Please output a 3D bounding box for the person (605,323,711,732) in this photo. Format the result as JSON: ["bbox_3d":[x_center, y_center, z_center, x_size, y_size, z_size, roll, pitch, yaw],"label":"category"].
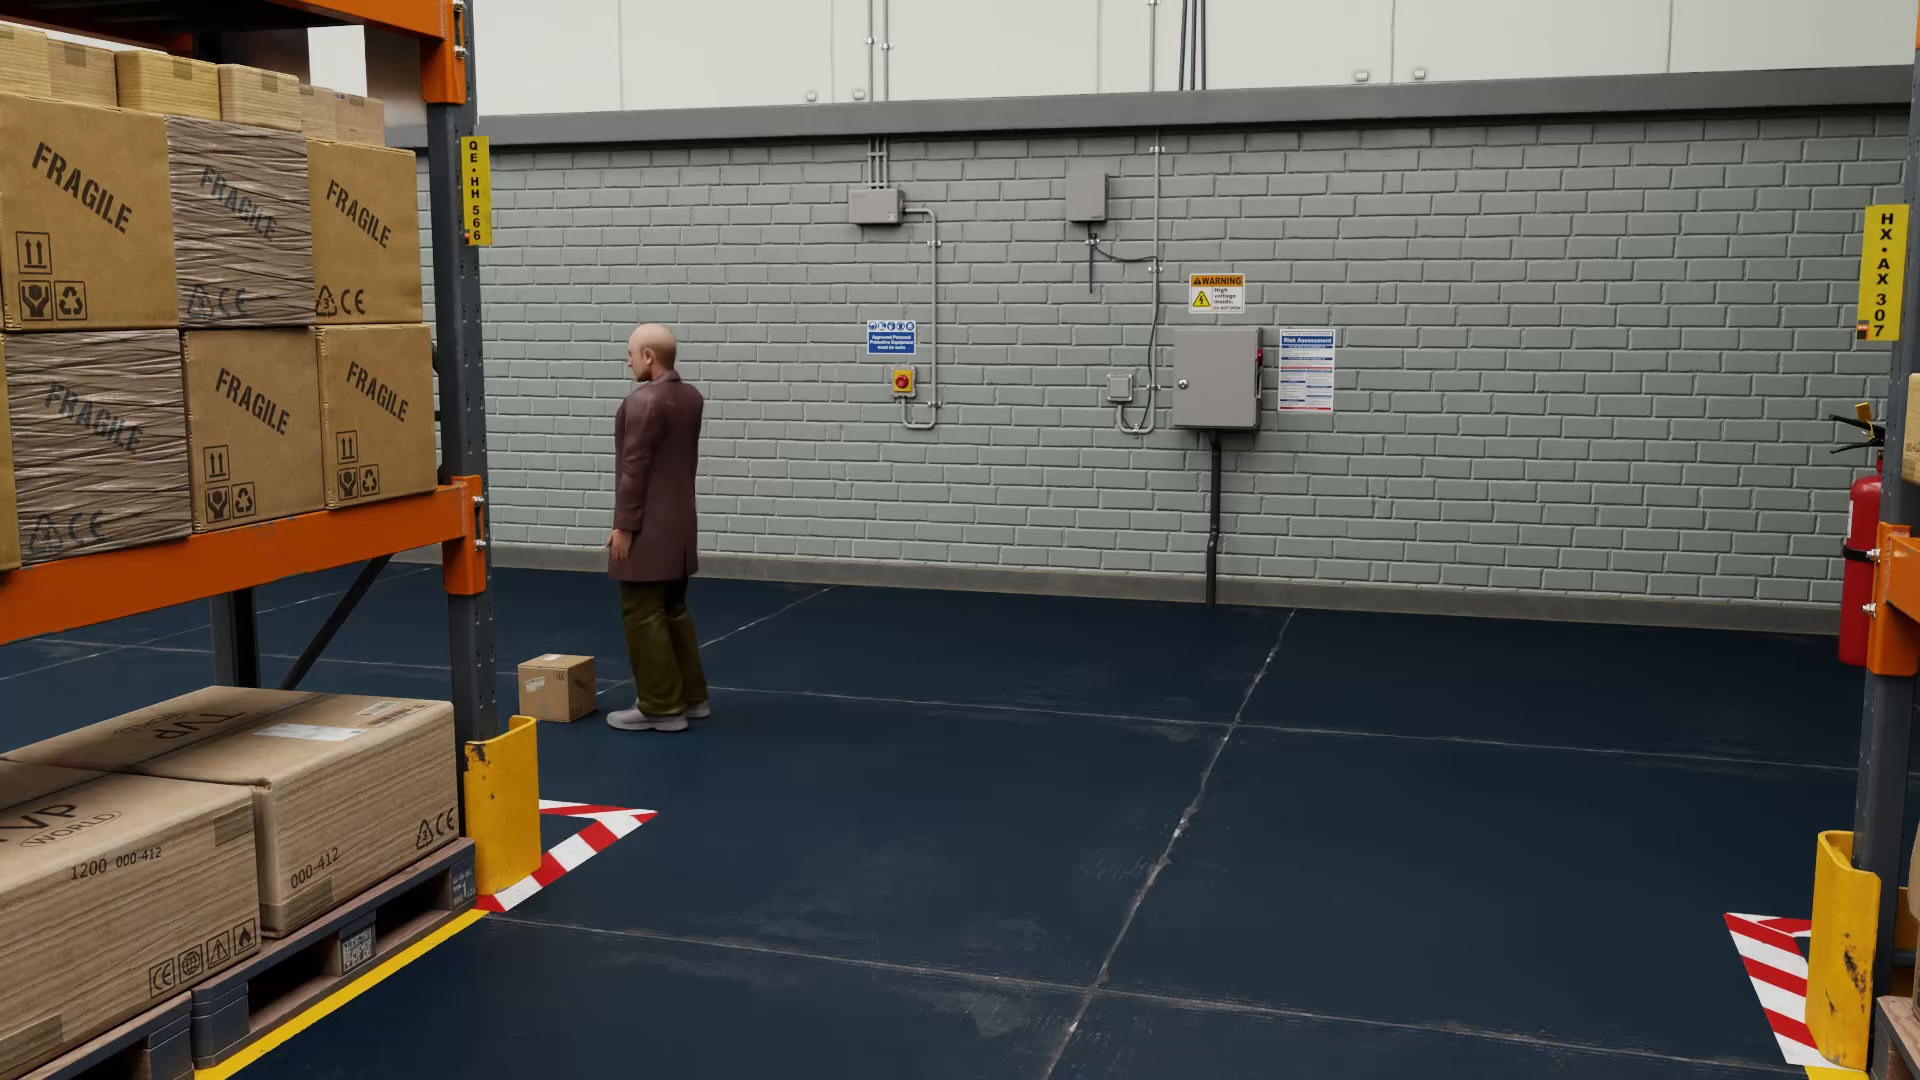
[{"bbox_3d":[-1.352,-0.058,7.300,0.384,1.774,0.563,3,9,17],"label":"person"}]
